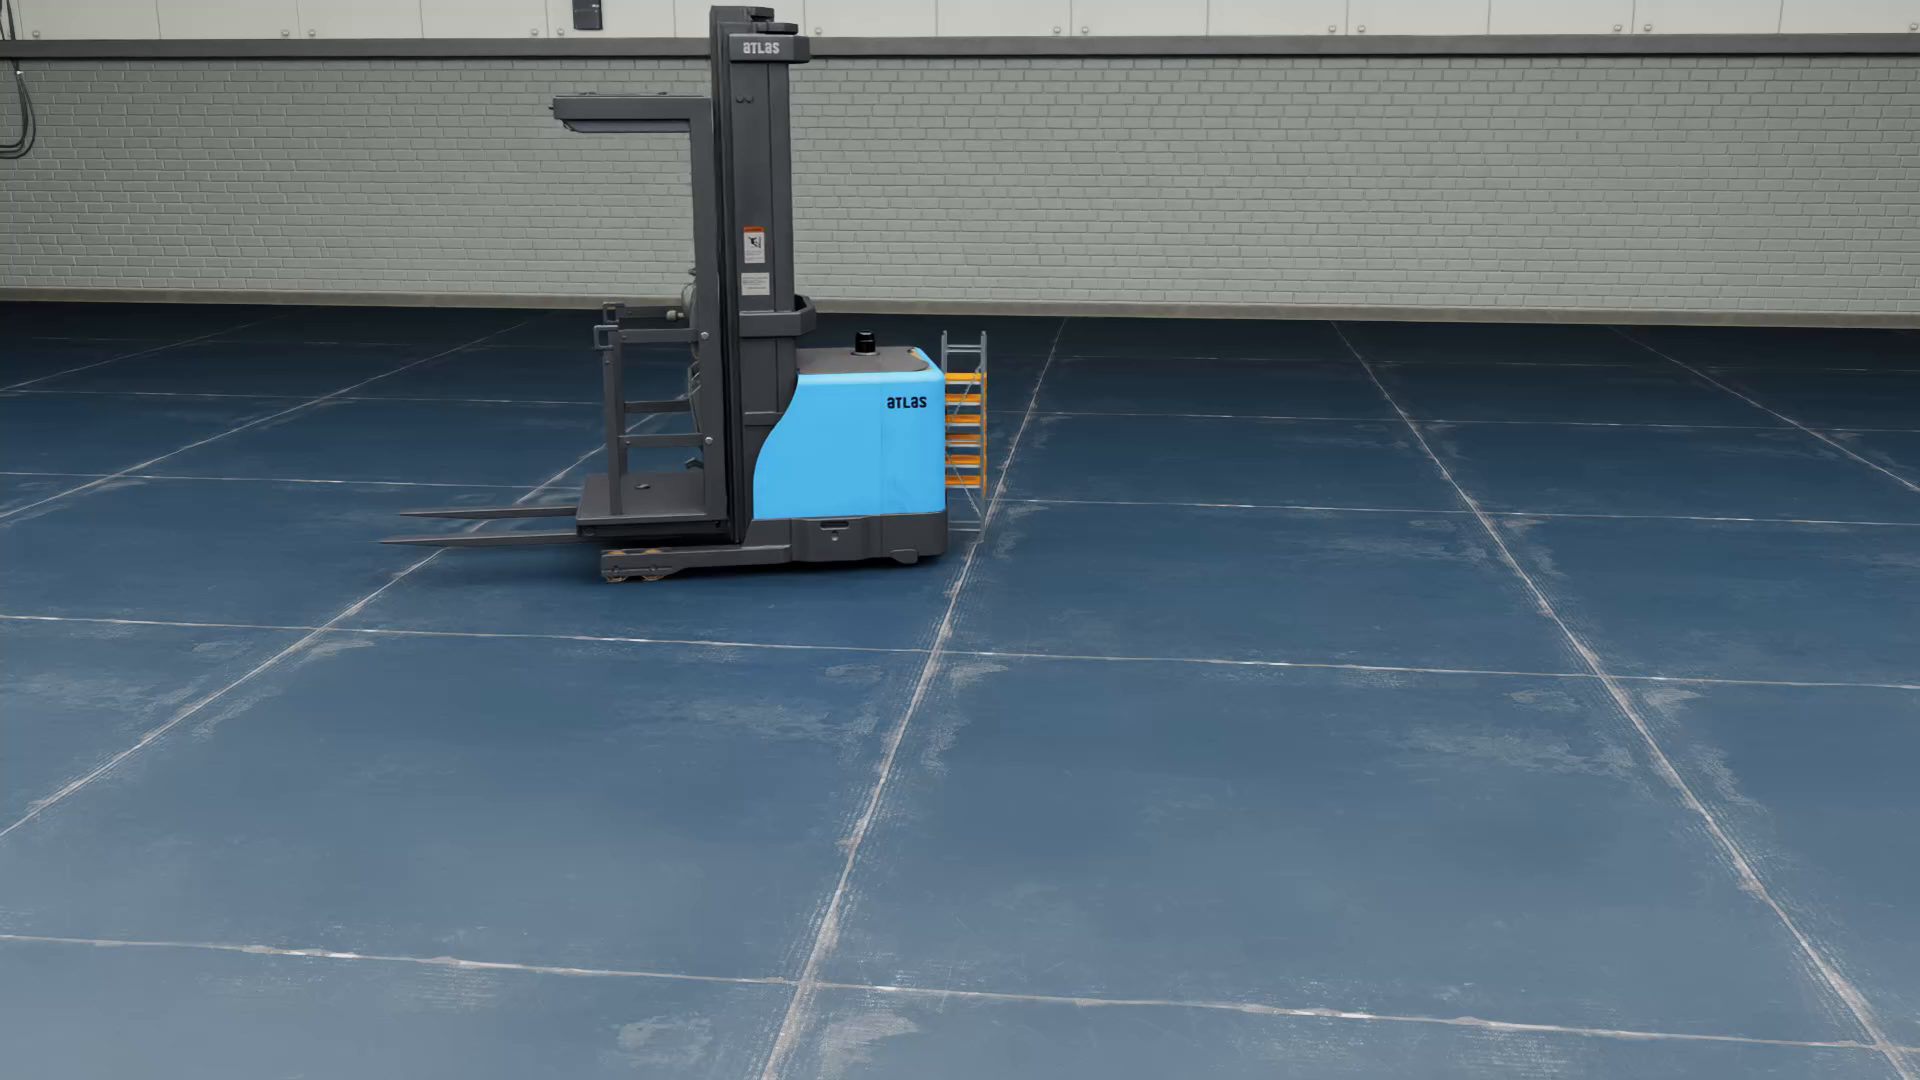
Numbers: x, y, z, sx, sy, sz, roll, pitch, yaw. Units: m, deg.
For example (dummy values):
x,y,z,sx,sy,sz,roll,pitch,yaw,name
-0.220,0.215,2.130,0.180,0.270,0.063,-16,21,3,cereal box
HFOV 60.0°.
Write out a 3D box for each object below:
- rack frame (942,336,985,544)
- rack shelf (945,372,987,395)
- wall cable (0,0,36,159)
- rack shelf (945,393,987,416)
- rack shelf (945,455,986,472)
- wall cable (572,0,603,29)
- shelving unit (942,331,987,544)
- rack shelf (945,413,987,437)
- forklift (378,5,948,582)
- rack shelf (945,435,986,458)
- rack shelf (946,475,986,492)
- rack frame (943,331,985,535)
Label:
x,y,z,sx,sy,sz,roll,pitch,yaw,name
0.016,-0.560,9.435,0.240,1.200,0.006,1,15,2,rack frame
0.020,-0.889,9.441,0.258,0.103,0.180,1,15,2,rack shelf
-12.679,-5.837,19.956,3.097,2.526,0.112,2,15,6,wall cable
0.020,-0.773,9.472,0.258,0.103,0.180,1,15,2,rack shelf
0.020,-0.425,9.566,0.258,0.103,0.180,1,15,2,rack shelf
-3.248,-8.693,18.057,2.305,6.003,0.169,2,15,6,wall cable
0.020,-0.584,9.523,0.258,1.200,0.189,1,15,2,shelving unit
0.020,-0.657,9.503,0.258,0.103,0.180,1,15,2,rack shelf
-1.629,-1.338,8.996,3.031,2.935,1.130,-2,15,-9,forklift
0.020,-0.541,9.535,0.258,0.103,0.180,1,15,2,rack shelf
0.020,-0.310,9.597,0.258,0.103,0.180,1,15,2,rack shelf
0.024,-0.608,9.611,0.240,1.200,0.006,1,15,2,rack frame
